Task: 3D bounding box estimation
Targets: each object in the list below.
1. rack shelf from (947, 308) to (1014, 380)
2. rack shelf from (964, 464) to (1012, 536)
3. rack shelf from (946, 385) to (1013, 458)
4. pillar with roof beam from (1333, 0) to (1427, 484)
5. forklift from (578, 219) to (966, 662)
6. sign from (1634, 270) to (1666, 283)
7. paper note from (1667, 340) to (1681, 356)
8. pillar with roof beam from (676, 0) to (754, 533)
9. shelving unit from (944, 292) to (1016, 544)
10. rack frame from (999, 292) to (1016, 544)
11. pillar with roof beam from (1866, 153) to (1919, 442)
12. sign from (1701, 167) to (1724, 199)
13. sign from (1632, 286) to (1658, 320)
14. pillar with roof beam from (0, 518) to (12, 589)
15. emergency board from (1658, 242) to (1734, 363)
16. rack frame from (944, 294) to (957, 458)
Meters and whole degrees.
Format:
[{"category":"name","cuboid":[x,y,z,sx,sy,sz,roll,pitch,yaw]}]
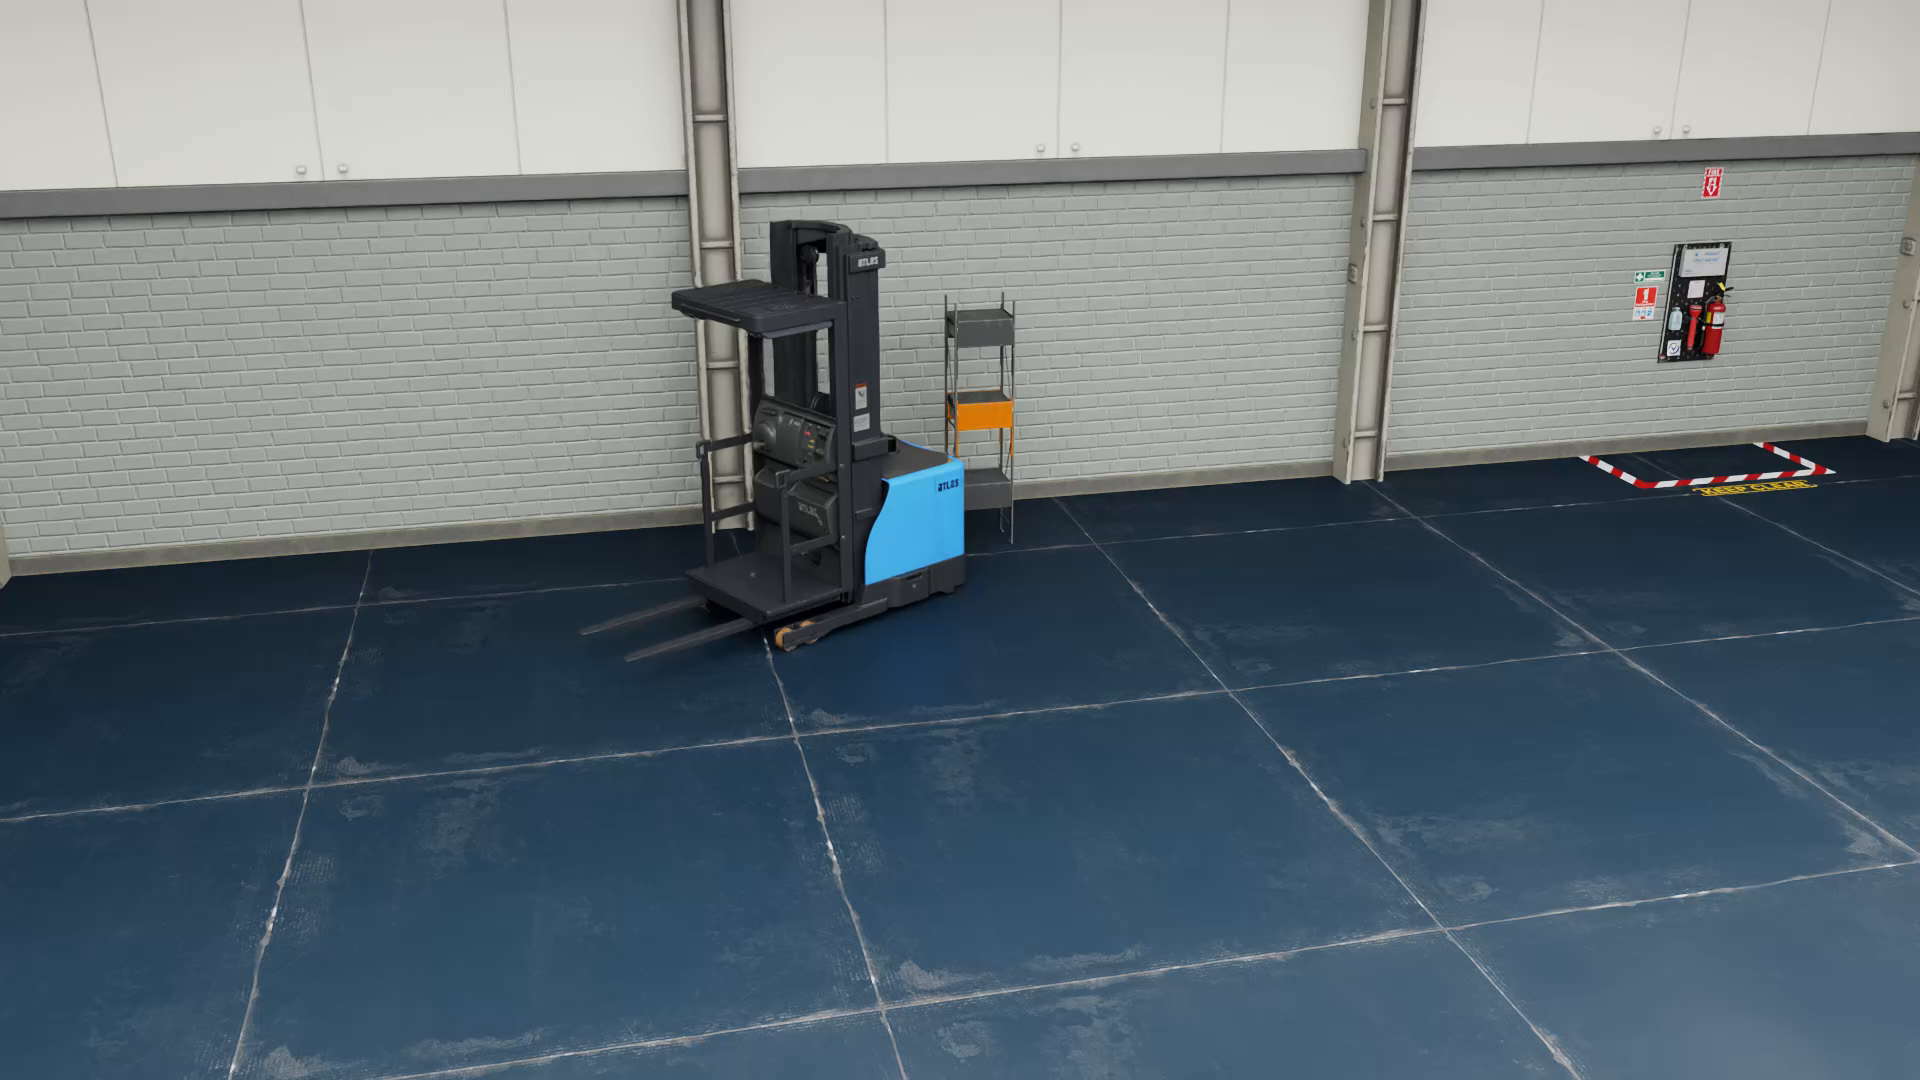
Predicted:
[{"category":"rack shelf","cuboid":[0.161,-1.644,13.753,0.480,0.518,0.431,-5,21,-12]},{"category":"rack shelf","cuboid":[0.161,-0.329,14.235,0.480,0.518,0.431,-5,21,-12]},{"category":"rack shelf","cuboid":[0.161,-0.986,13.994,0.480,0.518,0.431,-5,21,-12]},{"category":"pillar with roof beam","cuboid":[4.799,-3.382,10.464,0.400,9.000,9.100,-5,21,-12]},{"category":"forklift","cuboid":[-1.383,-0.771,12.158,3.031,2.935,1.130,-17,26,-39]},{"category":"sign","cuboid":[6.679,-2.552,16.098,0.331,0.109,0.001,-5,21,-12]},{"category":"paper note","cuboid":[7.046,-1.894,16.404,0.142,0.148,0.016,-5,21,-12]},{"category":"pillar with roof beam","cuboid":[-1.040,-2.907,9.168,0.400,9.000,9.100,-5,21,-12]},{"category":"shelving unit","cuboid":[0.161,-0.999,13.989,0.503,2.100,0.431,-5,21,-12]},{"category":"rack frame","cuboid":[0.399,-1.018,14.042,0.015,2.100,0.400,-5,21,-12]},{"category":"pillar with roof beam","cuboid":[10.638,-3.857,11.761,0.400,9.000,9.100,-5,21,-12]},{"category":"sign","cuboid":[7.203,-3.419,15.918,0.199,0.298,0.001,-5,21,-12]},{"category":"sign","cuboid":[6.672,-2.306,16.196,0.234,0.329,0.001,-5,21,-12]},{"category":"pillar with roof beam","cuboid":[-6.879,-2.432,7.872,0.400,9.000,9.100,-5,21,-12]},{"category":"emergency board","cuboid":[7.234,-2.298,16.228,0.643,1.169,0.194,-5,21,-12]},{"category":"rack frame","cuboid":[-0.076,-0.980,13.936,0.015,2.100,0.400,-5,21,-12]}]
